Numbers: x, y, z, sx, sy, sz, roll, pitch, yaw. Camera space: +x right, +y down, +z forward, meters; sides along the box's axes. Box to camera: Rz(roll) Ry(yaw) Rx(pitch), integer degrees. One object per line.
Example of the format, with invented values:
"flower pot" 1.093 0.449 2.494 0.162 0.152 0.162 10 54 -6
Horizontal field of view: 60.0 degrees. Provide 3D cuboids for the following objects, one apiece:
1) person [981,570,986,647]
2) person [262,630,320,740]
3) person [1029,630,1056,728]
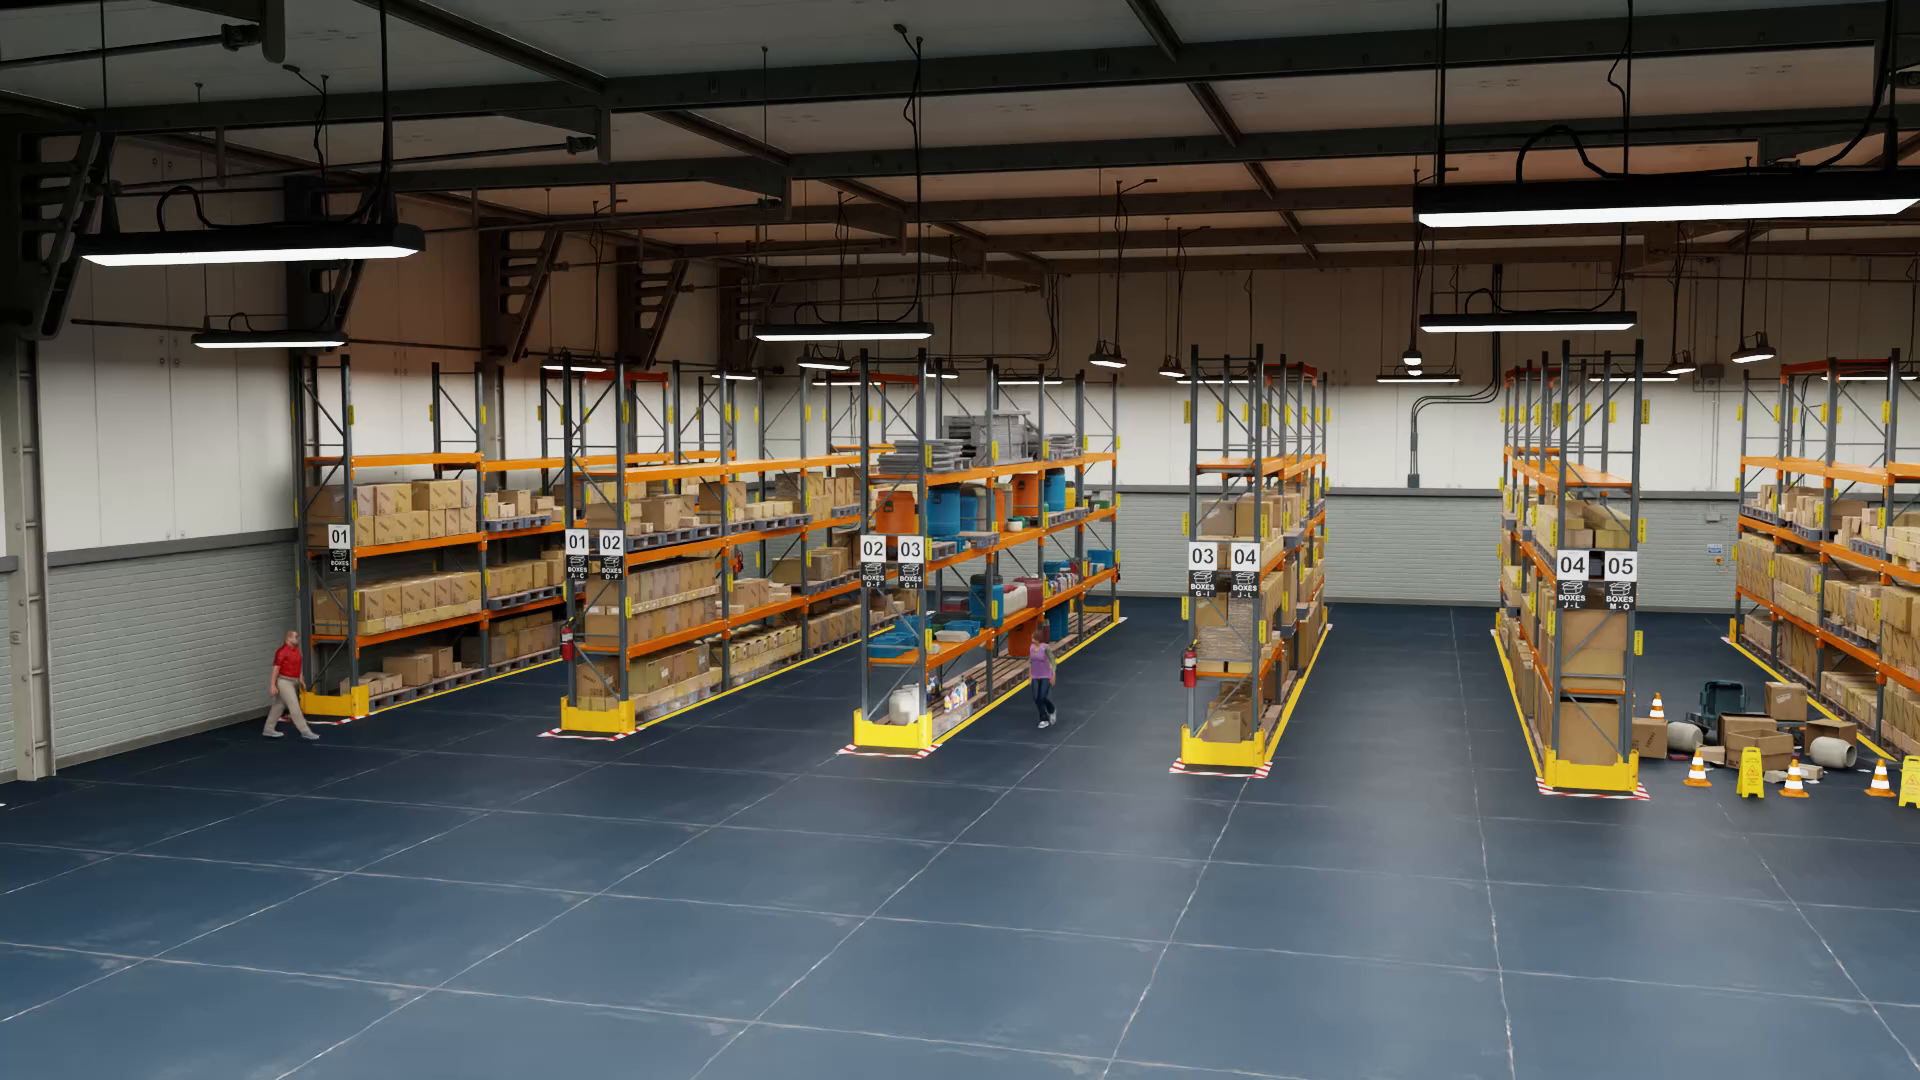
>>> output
"person" 0.609 1.499 35.994 0.481 1.736 0.406 -2 5 -22
"person" -10.326 2.216 25.684 0.977 1.665 0.582 0 4 1
"person" 1.334 2.221 26.694 0.498 1.579 0.455 3 5 37
